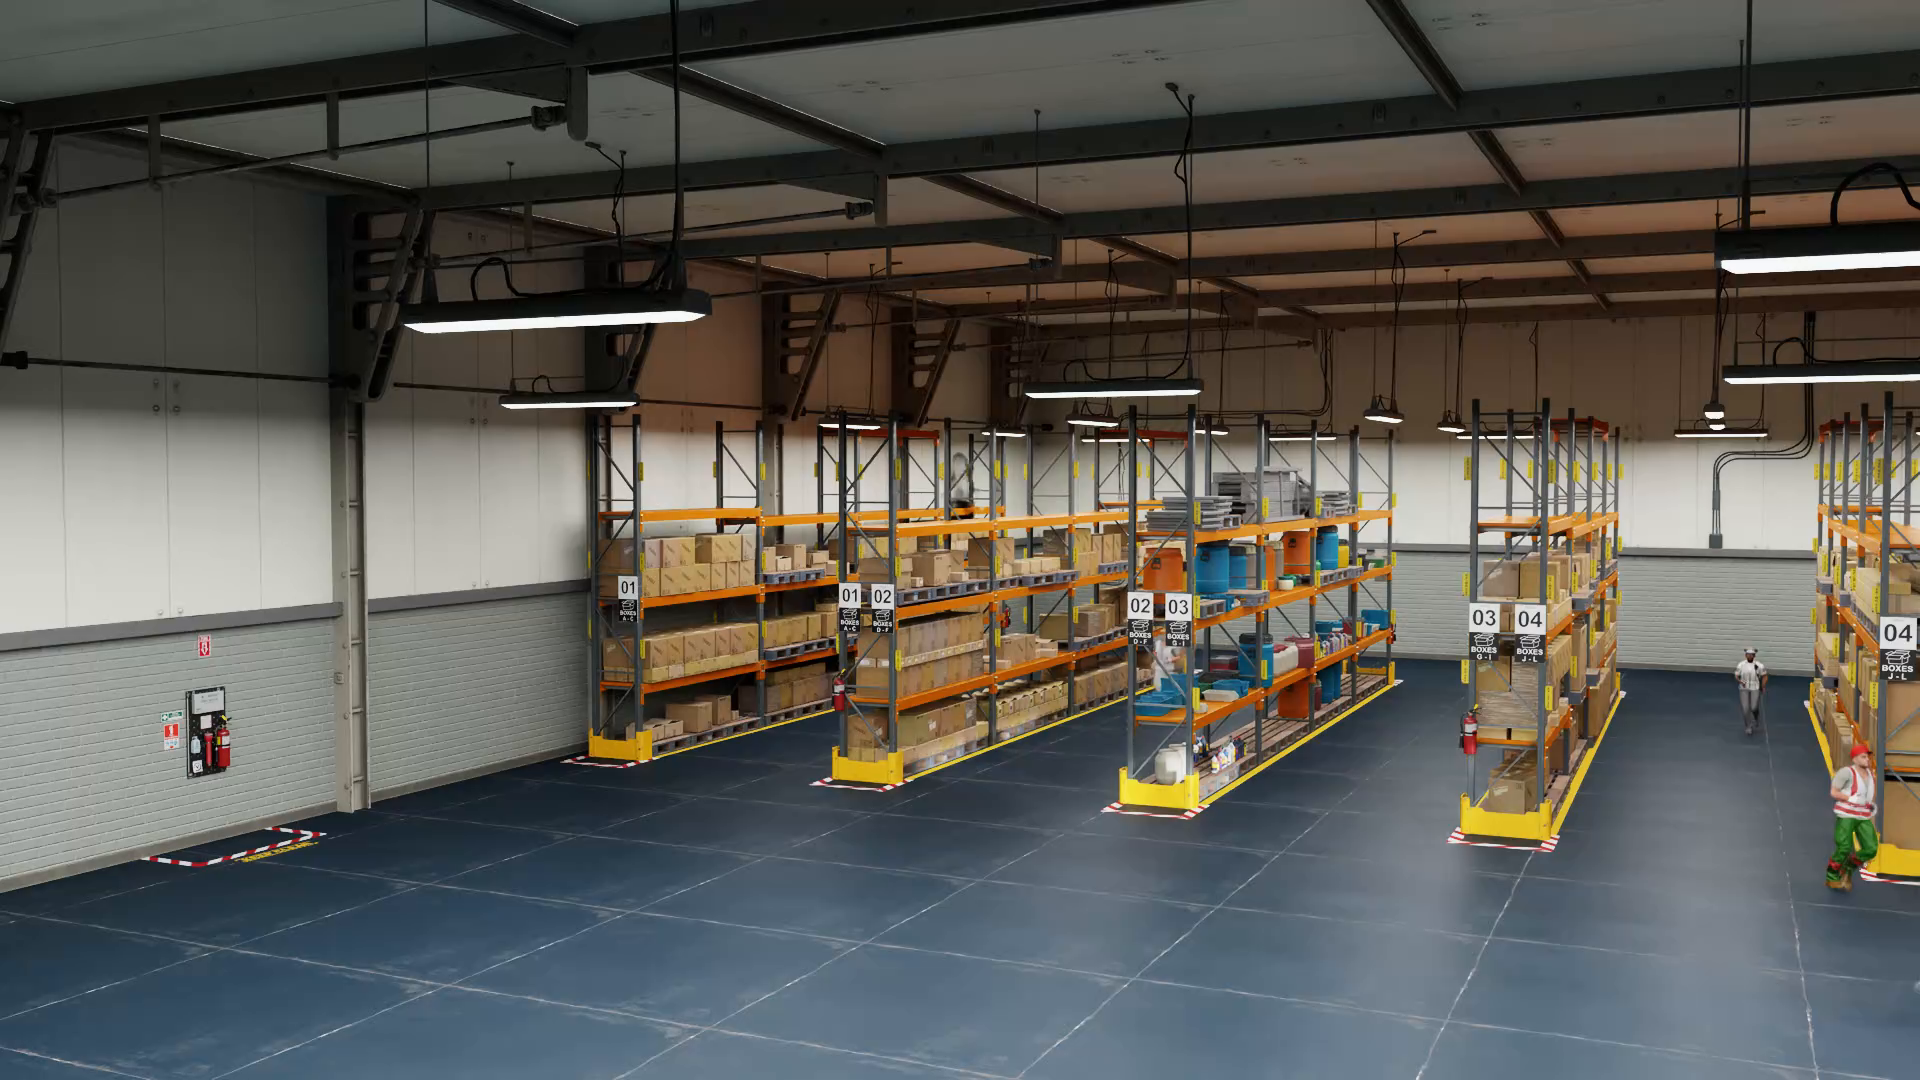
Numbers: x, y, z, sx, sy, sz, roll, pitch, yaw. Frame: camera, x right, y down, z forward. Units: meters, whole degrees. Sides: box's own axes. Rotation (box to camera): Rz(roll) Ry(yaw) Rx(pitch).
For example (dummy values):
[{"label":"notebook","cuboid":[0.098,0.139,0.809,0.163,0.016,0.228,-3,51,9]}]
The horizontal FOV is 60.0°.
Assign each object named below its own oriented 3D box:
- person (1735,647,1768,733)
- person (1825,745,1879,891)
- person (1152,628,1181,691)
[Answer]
[{"label":"person","cuboid":[15.115,2.871,31.795,0.570,1.661,0.531,1,3,29]},{"label":"person","cuboid":[10.675,3.311,19.738,0.663,1.751,0.639,0,2,-8]},{"label":"person","cuboid":[4.186,2.695,33.967,0.640,1.820,0.846,1,3,21]}]
